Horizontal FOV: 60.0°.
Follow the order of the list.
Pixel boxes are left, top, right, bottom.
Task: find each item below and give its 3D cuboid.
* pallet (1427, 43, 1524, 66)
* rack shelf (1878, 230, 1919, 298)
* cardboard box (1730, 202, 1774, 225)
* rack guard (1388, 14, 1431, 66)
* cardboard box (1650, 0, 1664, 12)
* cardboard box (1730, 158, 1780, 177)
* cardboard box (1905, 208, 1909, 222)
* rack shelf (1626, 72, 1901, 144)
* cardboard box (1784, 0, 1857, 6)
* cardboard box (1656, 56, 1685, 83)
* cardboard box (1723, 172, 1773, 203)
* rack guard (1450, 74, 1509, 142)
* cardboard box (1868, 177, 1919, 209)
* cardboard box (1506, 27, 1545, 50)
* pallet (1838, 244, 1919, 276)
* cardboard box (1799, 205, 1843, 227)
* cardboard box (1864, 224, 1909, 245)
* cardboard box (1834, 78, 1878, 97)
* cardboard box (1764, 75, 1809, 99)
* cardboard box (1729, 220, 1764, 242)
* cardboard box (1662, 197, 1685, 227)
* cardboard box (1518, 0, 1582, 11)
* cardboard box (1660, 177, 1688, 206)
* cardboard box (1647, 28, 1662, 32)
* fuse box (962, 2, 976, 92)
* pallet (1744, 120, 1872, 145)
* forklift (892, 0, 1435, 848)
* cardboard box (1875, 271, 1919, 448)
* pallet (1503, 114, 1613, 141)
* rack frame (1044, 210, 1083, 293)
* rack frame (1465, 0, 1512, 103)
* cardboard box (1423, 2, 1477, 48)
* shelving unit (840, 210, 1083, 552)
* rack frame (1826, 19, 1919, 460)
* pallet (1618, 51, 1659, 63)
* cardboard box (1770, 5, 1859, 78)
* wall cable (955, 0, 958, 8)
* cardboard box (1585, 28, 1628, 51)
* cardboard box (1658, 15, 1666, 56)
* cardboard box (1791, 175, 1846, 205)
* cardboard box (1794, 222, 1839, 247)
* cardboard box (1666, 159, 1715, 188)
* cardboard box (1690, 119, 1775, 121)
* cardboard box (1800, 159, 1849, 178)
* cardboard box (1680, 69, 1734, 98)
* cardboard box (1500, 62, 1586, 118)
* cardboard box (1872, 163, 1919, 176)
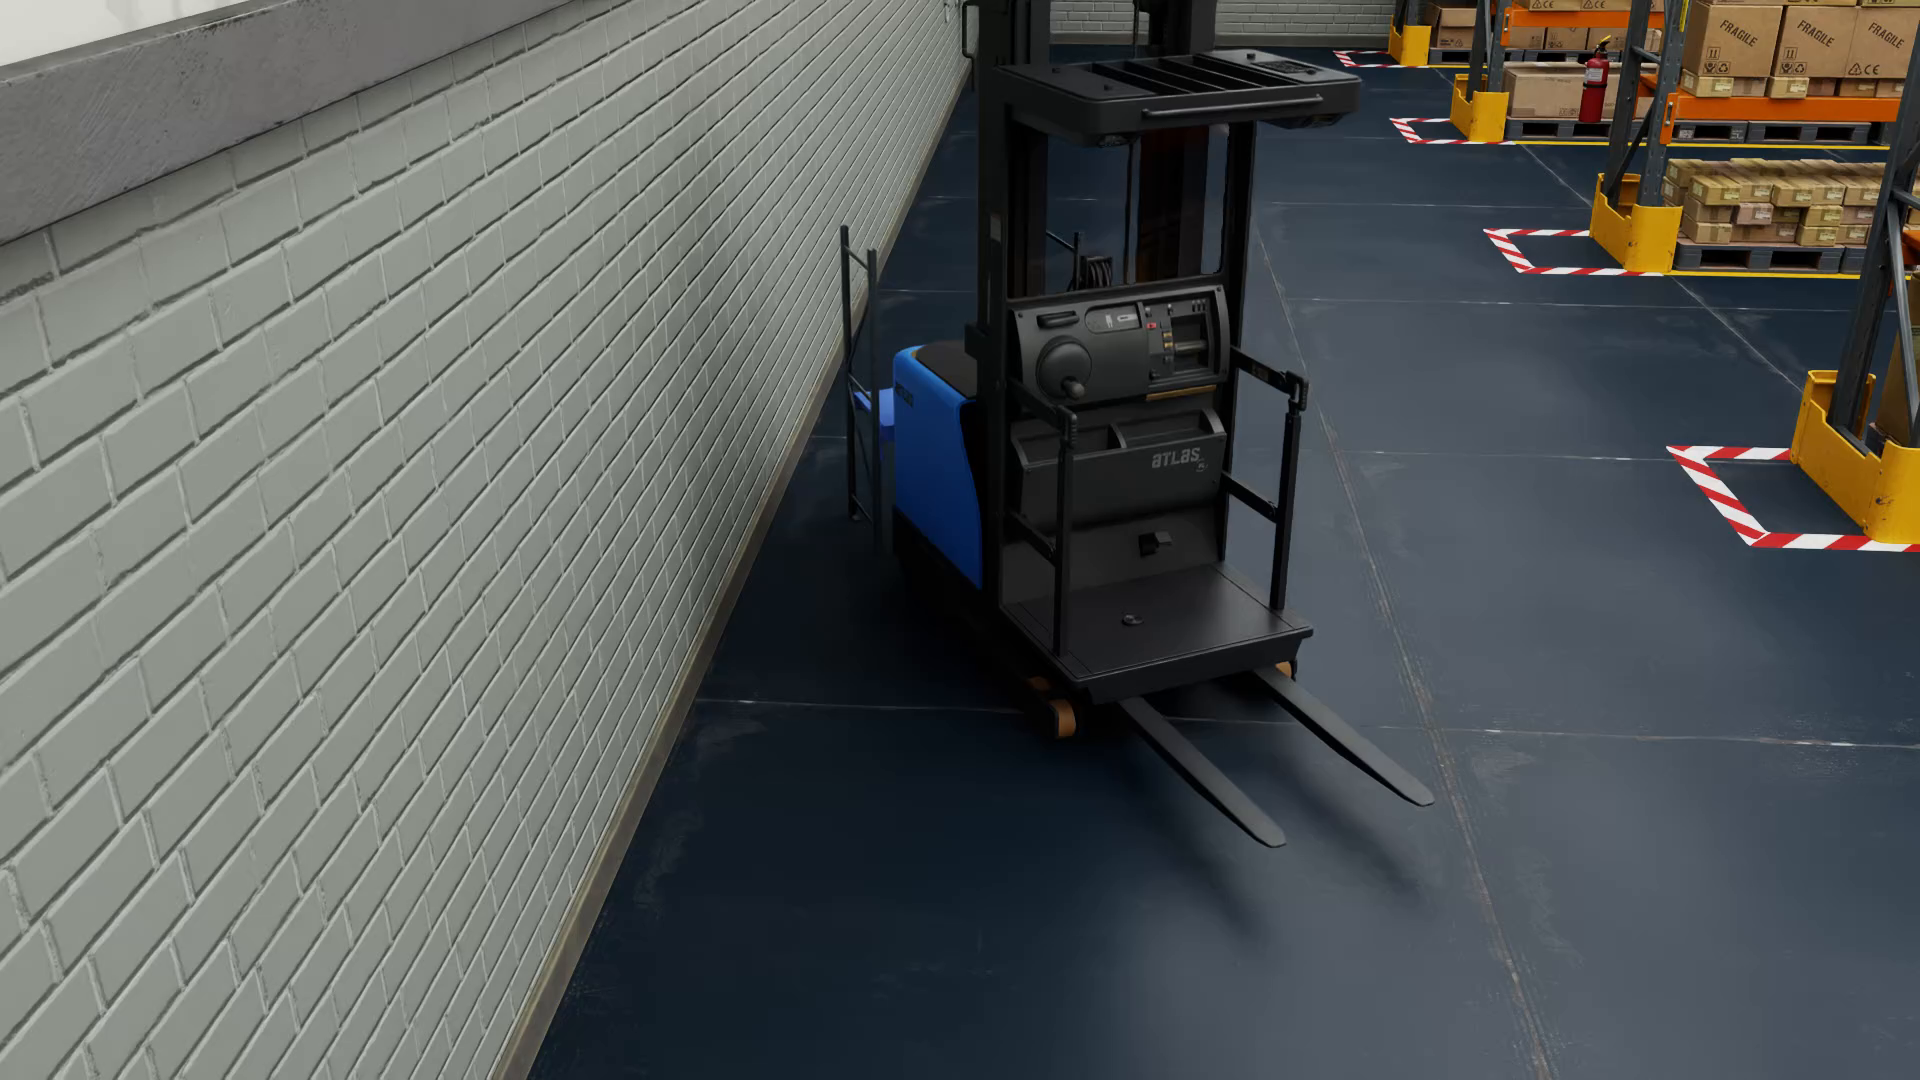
[{"bbox_3d":[6.760,-6.489,22.101,1.213,0.211,1.003,2,25,4],"label":"pallet"},{"bbox_3d":[6.749,-1.194,8.117,4.000,0.370,1.077,2,25,4],"label":"rack shelf"},{"bbox_3d":[6.007,-2.523,12.698,0.250,0.149,0.380,2,25,4],"label":"cardboard box"},{"bbox_3d":[5.965,-6.646,22.095,0.348,0.500,1.175,2,25,4],"label":"rack guard"},{"bbox_3d":[6.982,-5.597,16.706,0.500,0.500,0.500,2,25,4],"label":"cardboard box"},{"bbox_3d":[6.296,-2.916,13.195,0.250,0.149,0.380,1,25,3],"label":"cardboard box"},{"bbox_3d":[7.050,-2.539,12.731,0.250,0.149,0.380,3,25,7],"label":"cardboard box"},{"bbox_3d":[7.229,-3.258,12.602,4.000,0.370,1.077,2,25,4],"label":"rack shelf"},{"bbox_3d":[6.166,-4.145,11.998,0.500,0.500,0.500,3,25,6],"label":"cardboard box"},{"bbox_3d":[5.582,-3.642,12.877,0.250,0.149,0.380,2,25,4],"label":"cardboard box"},{"bbox_3d":[6.016,-2.698,12.721,0.250,0.149,0.380,2,25,5],"label":"cardboard box"},{"bbox_3d":[5.489,-4.580,17.606,0.348,0.500,1.175,2,25,4],"label":"rack guard"},{"bbox_3d":[7.045,-2.622,12.557,0.250,0.149,0.380,2,25,5],"label":"cardboard box"},{"bbox_3d":[7.341,-6.737,21.790,0.500,0.500,0.700,3,25,6],"label":"cardboard box"},{"bbox_3d":[7.331,-2.299,12.993,1.213,0.211,1.003,2,25,4],"label":"pallet"},{"bbox_3d":[6.505,-2.499,12.645,0.250,0.149,0.380,3,25,6],"label":"cardboard box"},{"bbox_3d":[6.998,-2.348,12.673,0.250,0.149,0.380,1,25,1],"label":"cardboard box"},{"bbox_3d":[6.592,-3.396,12.342,0.250,0.149,0.380,2,25,3],"label":"cardboard box"},{"bbox_3d":[6.054,-3.366,12.277,0.250,0.149,0.380,1,25,2],"label":"cardboard box"},{"bbox_3d":[6.000,-2.420,12.829,0.250,0.149,0.380,2,25,4],"label":"cardboard box"},{"bbox_3d":[5.776,-2.614,13.252,0.250,0.149,0.380,2,25,5],"label":"cardboard box"},{"bbox_3d":[5.970,-5.625,16.767,0.500,0.500,0.500,2,25,4],"label":"cardboard box"},{"bbox_3d":[5.783,-2.782,13.259,0.250,0.149,0.380,1,25,3],"label":"cardboard box"},{"bbox_3d":[9.237,-6.745,22.034,0.500,0.311,0.500,3,25,6],"label":"cardboard box"},{"bbox_3d":[0.196,-6.171,19.615,0.414,1.711,0.539,2,25,4],"label":"fuse box"},{"bbox_3d":[8.749,-4.377,17.510,1.213,0.211,1.003,2,25,4],"label":"pallet"},{"bbox_3d":[0.733,-0.747,6.367,1.130,2.935,3.031,-10,27,-21],"label":"forklift"},{"bbox_3d":[5.399,-0.823,8.490,0.875,0.875,0.875,2,25,4],"label":"cardboard box"},{"bbox_3d":[6.317,-4.455,17.680,1.213,0.211,1.003,2,25,4],"label":"pallet"},{"bbox_3d":[0.483,-0.864,8.334,0.032,1.500,0.500,-8,26,-18],"label":"rack frame"},{"bbox_3d":[5.513,-5.715,17.082,0.127,3.000,1.000,2,25,4],"label":"rack frame"},{"bbox_3d":[6.492,-6.782,21.884,0.637,0.503,0.797,1,25,2],"label":"cardboard box"},{"bbox_3d":[0.004,-0.793,8.180,1.048,1.500,0.538,-8,26,-18],"label":"shelving unit"},{"bbox_3d":[4.755,-1.585,8.106,0.127,3.000,1.000,2,25,4],"label":"rack frame"},{"bbox_3d":[9.193,-6.411,21.931,1.213,0.211,1.003,2,25,4],"label":"pallet"},{"bbox_3d":[6.197,-3.693,12.212,0.500,0.500,0.500,2,25,4],"label":"cardboard box"},{"bbox_3d":[-0.014,-6.939,18.526,0.122,1.984,0.588,2,25,4],"label":"wall cable"},{"bbox_3d":[8.377,-6.703,21.717,0.500,0.500,0.700,1,25,2],"label":"cardboard box"},{"bbox_3d":[5.703,-3.922,12.710,0.500,0.500,0.500,2,25,5],"label":"cardboard box"},{"bbox_3d":[6.511,-2.663,12.645,0.250,0.149,0.380,1,25,1],"label":"cardboard box"},{"bbox_3d":[6.495,-2.361,12.701,0.250,0.149,0.380,2,25,5],"label":"cardboard box"},{"bbox_3d":[5.782,-2.903,13.168,0.250,0.149,0.380,2,25,5],"label":"cardboard box"},{"bbox_3d":[7.991,-4.707,17.454,0.875,0.438,0.875,1,25,2],"label":"cardboard box"},{"bbox_3d":[6.822,-2.896,13.152,0.250,0.149,0.380,3,25,6],"label":"cardboard box"},{"bbox_3d":[5.533,-3.388,12.324,0.250,0.149,0.380,2,25,4],"label":"cardboard box"},{"bbox_3d":[6.179,-4.762,17.574,0.875,0.438,0.875,1,25,2],"label":"cardboard box"},{"bbox_3d":[7.340,-2.845,13.040,0.250,0.149,0.380,2,25,4],"label":"cardboard box"}]
